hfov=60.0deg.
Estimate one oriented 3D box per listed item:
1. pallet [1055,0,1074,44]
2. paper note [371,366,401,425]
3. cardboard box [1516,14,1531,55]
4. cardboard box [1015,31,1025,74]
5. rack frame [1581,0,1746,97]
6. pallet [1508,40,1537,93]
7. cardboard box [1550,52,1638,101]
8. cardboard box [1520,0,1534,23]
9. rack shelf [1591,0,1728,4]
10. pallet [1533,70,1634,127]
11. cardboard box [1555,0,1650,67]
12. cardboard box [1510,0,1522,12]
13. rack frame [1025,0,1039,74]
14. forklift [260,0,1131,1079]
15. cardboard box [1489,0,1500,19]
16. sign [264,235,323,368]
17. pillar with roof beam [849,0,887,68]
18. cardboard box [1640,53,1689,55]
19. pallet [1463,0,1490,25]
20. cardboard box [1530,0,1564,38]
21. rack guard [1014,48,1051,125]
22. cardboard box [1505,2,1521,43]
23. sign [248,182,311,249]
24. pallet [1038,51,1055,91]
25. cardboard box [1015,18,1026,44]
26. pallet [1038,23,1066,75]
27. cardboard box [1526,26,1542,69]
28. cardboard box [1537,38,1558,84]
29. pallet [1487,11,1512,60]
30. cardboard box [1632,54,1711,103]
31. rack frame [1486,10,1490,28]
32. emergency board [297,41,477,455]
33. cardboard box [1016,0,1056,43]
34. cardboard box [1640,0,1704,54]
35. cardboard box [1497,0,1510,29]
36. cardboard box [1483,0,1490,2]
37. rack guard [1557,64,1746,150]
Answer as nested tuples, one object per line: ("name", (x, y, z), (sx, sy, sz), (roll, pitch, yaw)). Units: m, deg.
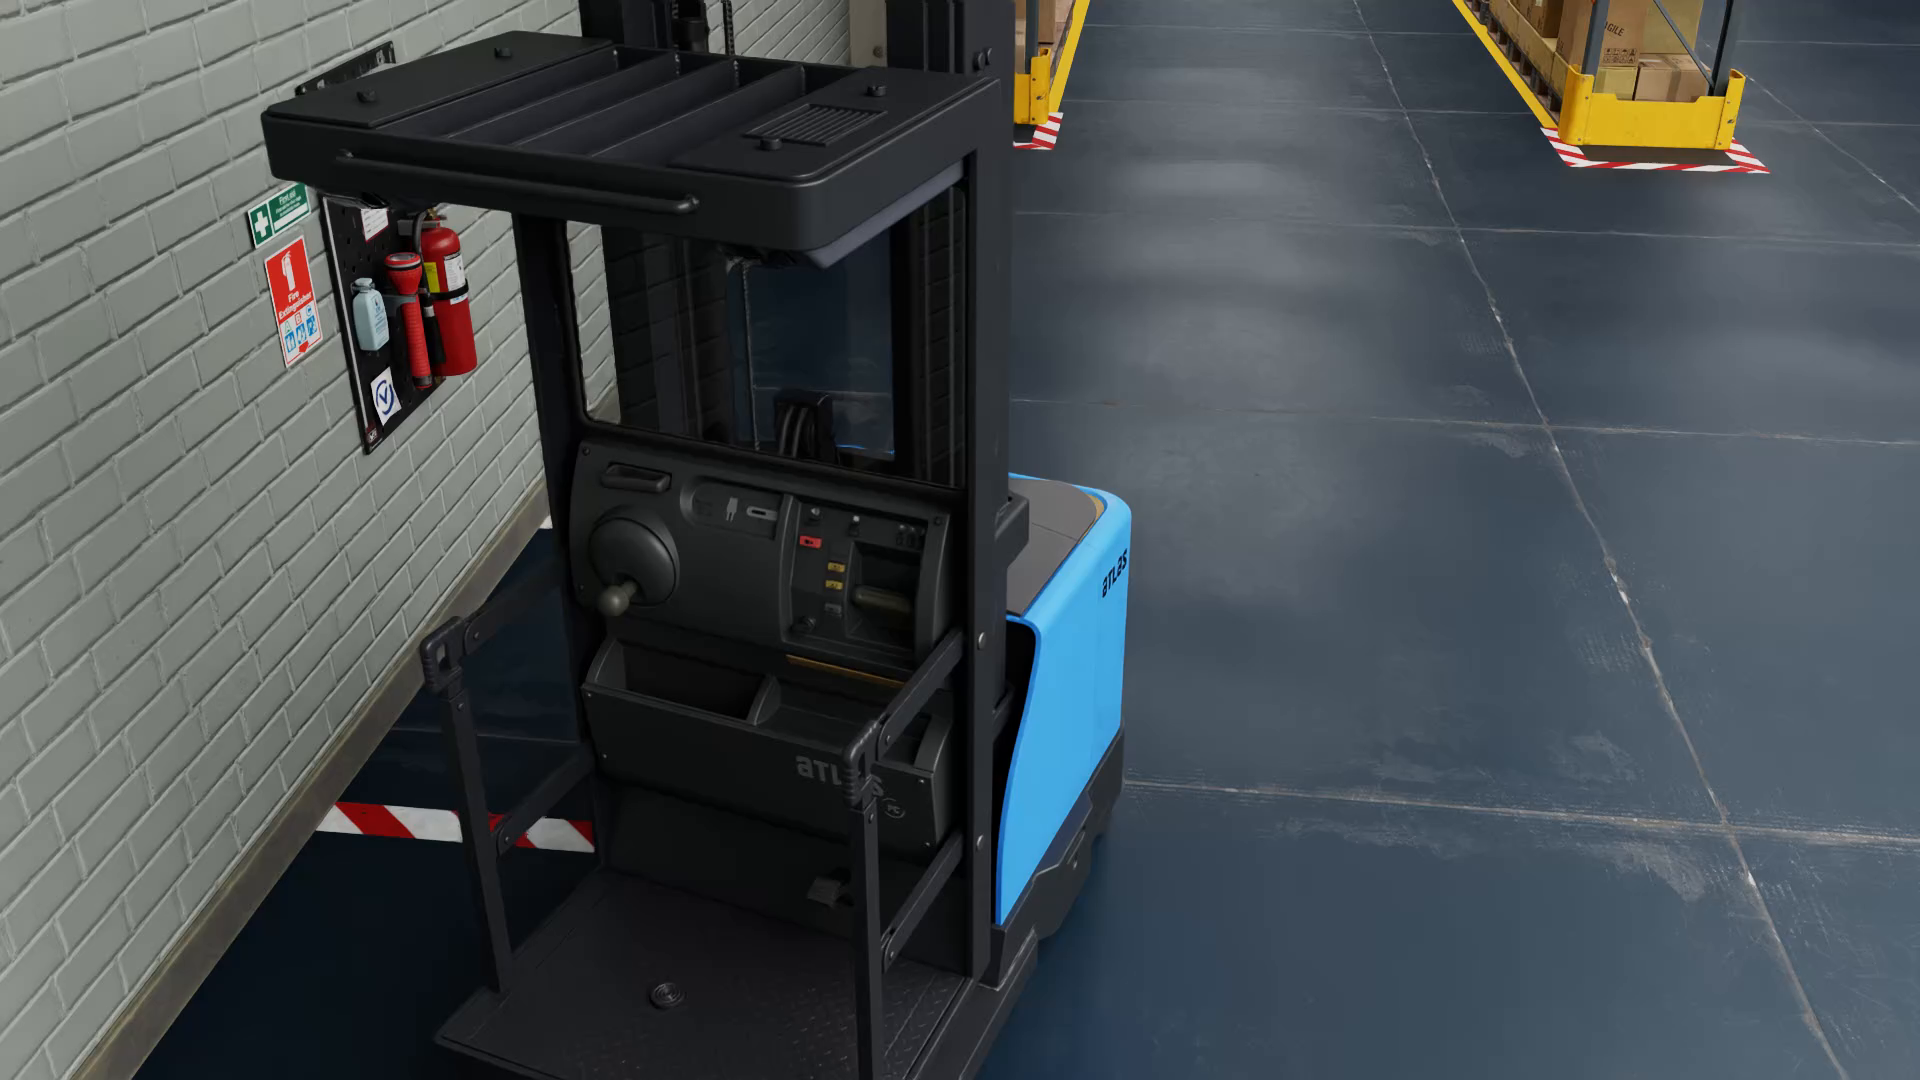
("pallet", (0.525, -4.876, 15.579), (1.003, 0.211, 1.213), (3, 28, 6))
("paper note", (-1.857, -0.466, 5.382), (0.016, 0.148, 0.142), (3, 28, 6))
("cardboard box", (4.943, -4.204, 13.847), (0.500, 0.250, 0.500), (3, 28, 6))
("cardboard box", (0.256, -3.870, 13.141), (0.500, 0.311, 0.500), (0, 28, 0))
("rack frame", (4.999, -4.253, 11.482), (1.000, 3.000, 0.127), (3, 28, 6))
("pallet", (5.203, -3.961, 13.879), (1.003, 0.211, 1.213), (3, 28, 6))
("cardboard box", (4.771, -3.497, 12.535), (0.500, 0.250, 0.500), (3, 28, 6))
("cardboard box", (4.940, -4.534, 13.669), (0.500, 0.500, 0.500), (3, 28, 6))
("rack shelf", (5.244, -4.878, 13.400), (1.077, 0.370, 4.000), (3, 28, 6))
("pallet", (5.051, -3.388, 12.816), (1.003, 0.211, 1.213), (3, 28, 6))
("cardboard box", (4.769, -3.827, 12.357), (0.500, 0.500, 0.500), (3, 28, 6))
("cardboard box", (4.999, -4.770, 14.106), (0.500, 0.500, 0.500), (3, 28, 6))
("rack frame", (0.082, -4.539, 12.013), (1.000, 3.000, 0.127), (3, 28, 6))
("forklift", (-0.543, 0.075, 3.521), (1.130, 2.935, 3.031), (11, 30, 20))
("cardboard box", (5.131, -4.910, 15.157), (0.500, 0.250, 0.500), (3, 28, 6))
("sign", (-1.937, -0.695, 4.840), (0.001, 0.329, 0.234), (3, 28, 6))
("pillar with roof beam", (3.582, -7.310, 10.831), (9.100, 9.000, 0.400), (3, 28, 6))
("cardboard box", (5.343, -3.702, 12.916), (0.500, 0.250, 0.500), (3, 28, 6))
("pallet", (5.541, -5.257, 16.286), (1.003, 0.211, 1.213), (3, 28, 6))
("cardboard box", (4.877, -4.299, 13.232), (0.500, 0.500, 0.500), (3, 28, 6))
("rack guard", (0.091, -3.474, 12.672), (1.175, 0.500, 0.348), (3, 28, 6))
("cardboard box", (4.999, -4.439, 14.284), (0.500, 0.250, 0.500), (3, 28, 6))
("sign", (-1.927, -0.930, 4.717), (0.001, 0.109, 0.331), (3, 28, 6))
("pallet", (0.226, -3.728, 13.447), (1.003, 0.211, 1.213), (3, 28, 6))
("cardboard box", (0.326, -4.138, 13.639), (0.500, 0.311, 0.500), (6, 29, 10))
("pallet", (0.378, -4.300, 14.510), (1.003, 0.211, 1.213), (3, 28, 6))
("cardboard box", (4.880, -3.969, 13.410), (0.500, 0.250, 0.500), (3, 28, 6))
("cardboard box", (4.821, -3.733, 12.973), (0.500, 0.250, 0.500), (3, 28, 6))
("pallet", (5.350, -4.536, 14.948), (1.003, 0.211, 1.213), (3, 28, 6))
("cardboard box", (5.285, -3.467, 12.479), (0.500, 0.250, 0.500), (3, 28, 6))
("rack frame", (5.489, -6.136, 14.977), (1.000, 3.000, 0.127), (3, 28, 6))
("emergency board", (-1.766, -0.934, 5.320), (0.194, 1.169, 0.643), (3, 28, 6))
("cardboard box", (0.466, -4.564, 14.230), (0.700, 0.500, 0.500), (2, 28, 3))
("cardboard box", (5.345, -4.033, 12.738), (0.500, 0.500, 0.500), (3, 28, 6))
("cardboard box", (5.065, -4.675, 14.720), (0.500, 0.250, 0.500), (3, 28, 6))
("cardboard box", (5.252, -5.322, 15.923), (0.500, 0.250, 0.500), (3, 28, 6))
("rack guard", (4.996, -3.141, 12.054), (1.175, 0.500, 0.348), (3, 28, 6))
